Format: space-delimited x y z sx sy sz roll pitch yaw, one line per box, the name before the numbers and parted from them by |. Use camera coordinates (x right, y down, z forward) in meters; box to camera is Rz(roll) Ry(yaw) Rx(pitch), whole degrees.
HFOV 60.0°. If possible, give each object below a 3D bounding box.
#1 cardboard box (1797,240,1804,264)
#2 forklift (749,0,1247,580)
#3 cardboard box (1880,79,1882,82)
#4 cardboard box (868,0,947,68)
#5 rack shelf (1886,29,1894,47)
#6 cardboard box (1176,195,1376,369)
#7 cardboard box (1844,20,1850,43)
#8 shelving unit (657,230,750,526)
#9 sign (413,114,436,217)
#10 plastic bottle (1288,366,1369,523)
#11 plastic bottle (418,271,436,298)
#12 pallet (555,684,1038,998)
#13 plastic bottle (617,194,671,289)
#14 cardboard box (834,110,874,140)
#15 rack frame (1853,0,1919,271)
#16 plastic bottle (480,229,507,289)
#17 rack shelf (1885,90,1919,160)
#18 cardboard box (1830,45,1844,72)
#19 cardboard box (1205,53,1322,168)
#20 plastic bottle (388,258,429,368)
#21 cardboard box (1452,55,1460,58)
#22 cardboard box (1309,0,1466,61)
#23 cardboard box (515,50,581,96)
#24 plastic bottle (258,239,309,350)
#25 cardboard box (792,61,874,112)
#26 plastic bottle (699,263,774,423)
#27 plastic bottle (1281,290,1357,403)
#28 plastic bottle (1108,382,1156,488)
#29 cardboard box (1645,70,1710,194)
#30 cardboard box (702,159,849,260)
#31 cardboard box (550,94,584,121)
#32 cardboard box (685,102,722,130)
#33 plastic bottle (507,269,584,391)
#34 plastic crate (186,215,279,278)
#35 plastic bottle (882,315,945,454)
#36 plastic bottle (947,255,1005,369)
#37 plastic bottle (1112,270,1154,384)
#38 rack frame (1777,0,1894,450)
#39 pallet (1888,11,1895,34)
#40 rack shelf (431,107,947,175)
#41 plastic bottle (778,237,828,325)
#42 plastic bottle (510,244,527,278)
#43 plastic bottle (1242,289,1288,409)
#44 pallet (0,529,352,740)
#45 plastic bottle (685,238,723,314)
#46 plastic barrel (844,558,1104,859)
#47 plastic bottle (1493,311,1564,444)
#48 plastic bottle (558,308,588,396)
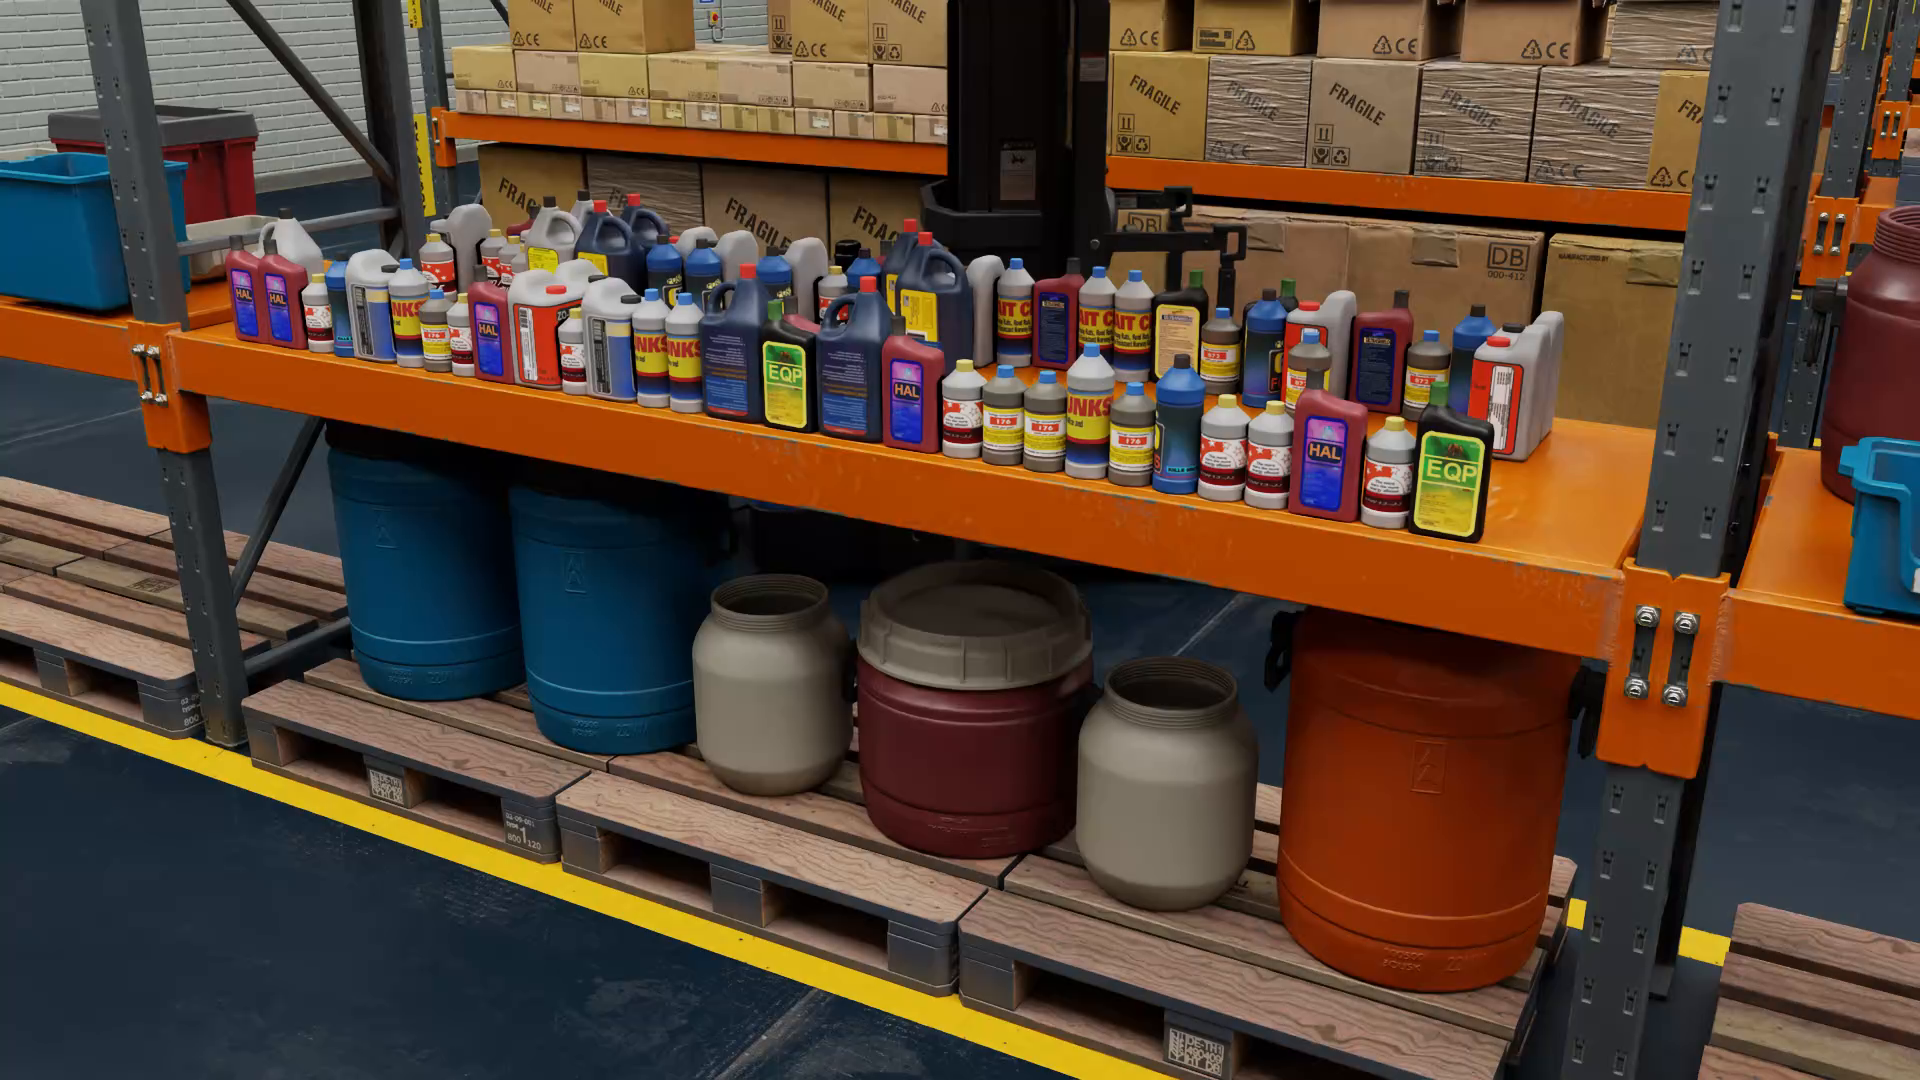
cardboard box | 5.680 -2.246 11.708 0.500 0.500 0.500 11 23 27
forklift | 0.680 -1.403 6.434 3.031 2.935 1.130 -1 20 -4
cardboard box | 10.894 -5.337 20.229 0.500 0.500 0.500 12 23 29
cardboard box | -0.149 -2.816 8.914 0.500 0.500 0.500 12 23 29
rack shelf | 9.379 -6.155 20.490 4.000 0.370 1.077 11 23 27
cardboard box | 1.732 -1.347 8.681 0.875 0.875 1.225 10 22 25
cardboard box | 6.058 -3.552 11.573 0.250 0.149 0.380 12 23 30
shelving unit | -1.135 -0.661 6.929 0.503 1.200 0.258 16 25 37
sign | -1.763 -1.217 5.415 0.005 0.325 0.100 11 23 27
plastic bottle | 0.697 -0.182 3.138 0.133 0.283 0.061 11 23 27
plastic bottle | -1.450 -0.619 4.463 0.097 0.201 0.097 0 20 0
pallet | -0.310 0.731 4.540 1.213 0.211 1.003 11 23 27
plastic bottle | -0.909 -0.814 4.782 0.185 0.351 0.144 11 23 27
cardboard box | -0.492 -2.318 9.226 0.250 0.149 0.380 10 22 26
rack frame | 6.382 -3.192 11.267 0.127 3.000 1.000 11 23 27
plastic bottle | -1.416 -0.849 5.099 0.097 0.201 0.097 0 20 0
rack shelf | 8.128 -2.521 10.472 4.000 0.370 1.077 11 23 27
cardboard box | 5.727 -3.217 11.087 0.250 0.149 0.380 11 23 28
cardboard box | 1.538 -2.127 8.183 0.500 0.500 0.500 10 22 26
plastic bottle | -1.407 -0.584 4.265 0.097 0.271 0.097 0 20 0
cardboard box | 2.683 -2.111 8.138 0.500 0.500 0.500 10 22 26
cardboard box | 2.088 -2.596 8.006 0.637 0.503 0.797 12 23 29
cardboard box | -2.365 -2.888 10.210 0.500 0.250 0.500 10 22 27
plastic bottle | -1.804 -0.658 4.452 0.133 0.283 0.061 11 23 27
cardboard box | -0.584 -2.548 9.273 0.500 0.250 0.500 12 23 29
plastic bottle | -0.496 -0.457 3.798 0.185 0.351 0.144 11 23 27
plastic bottle | 0.835 -0.445 3.874 0.135 0.276 0.152 11 23 27
plastic bottle | 0.350 -0.216 3.354 0.097 0.201 0.097 0 20 0
cardboard box | 3.323 -1.788 7.248 0.500 0.500 0.500 12 23 29
cardboard box | -0.940 -1.880 10.148 0.875 0.875 0.875 11 23 27
cardboard box | -2.284 -2.660 10.167 0.250 0.149 0.380 10 22 26
cardboard box | -1.387 -2.489 9.696 0.250 0.149 0.380 11 23 28
plastic bottle | -1.006 -0.520 4.083 0.135 0.276 0.152 11 23 27
plastic crate | -2.369 -0.947 5.377 0.243 0.136 0.396 11 23 27
plastic bottle | -0.100 -0.333 3.557 0.133 0.283 0.061 11 23 27
plastic bottle | 0.028 -0.598 4.298 0.135 0.276 0.152 11 23 27
plastic bottle | 0.430 -0.531 4.118 0.097 0.271 0.097 0 20 0
rack frame | 3.875 -1.732 7.242 0.127 3.000 1.000 11 23 27
pallet | 10.499 -6.163 19.737 1.003 0.211 1.213 11 23 27
rack shelf | -1.363 -2.392 10.116 4.000 0.370 1.077 11 23 27
plastic bottle | -0.452 -0.690 4.550 0.135 0.276 0.152 11 23 27
plastic bottle | -1.257 -0.759 4.851 0.097 0.201 0.097 0 20 0
plastic bottle | 0.718 -0.452 3.901 0.097 0.271 0.097 0 20 0
pallet | -2.694 0.277 5.792 1.213 0.211 1.003 11 23 27
plastic bottle | -0.699 -0.686 4.547 0.097 0.271 0.097 0 20 0
plastic barrel | 0.038 0.414 4.245 0.708 0.588 0.600 11 23 27
plastic bottle | 1.239 -0.368 3.662 0.135 0.276 0.152 11 23 27
plastic bottle | -0.918 -0.458 4.020 0.097 0.201 0.097 0 20 0
